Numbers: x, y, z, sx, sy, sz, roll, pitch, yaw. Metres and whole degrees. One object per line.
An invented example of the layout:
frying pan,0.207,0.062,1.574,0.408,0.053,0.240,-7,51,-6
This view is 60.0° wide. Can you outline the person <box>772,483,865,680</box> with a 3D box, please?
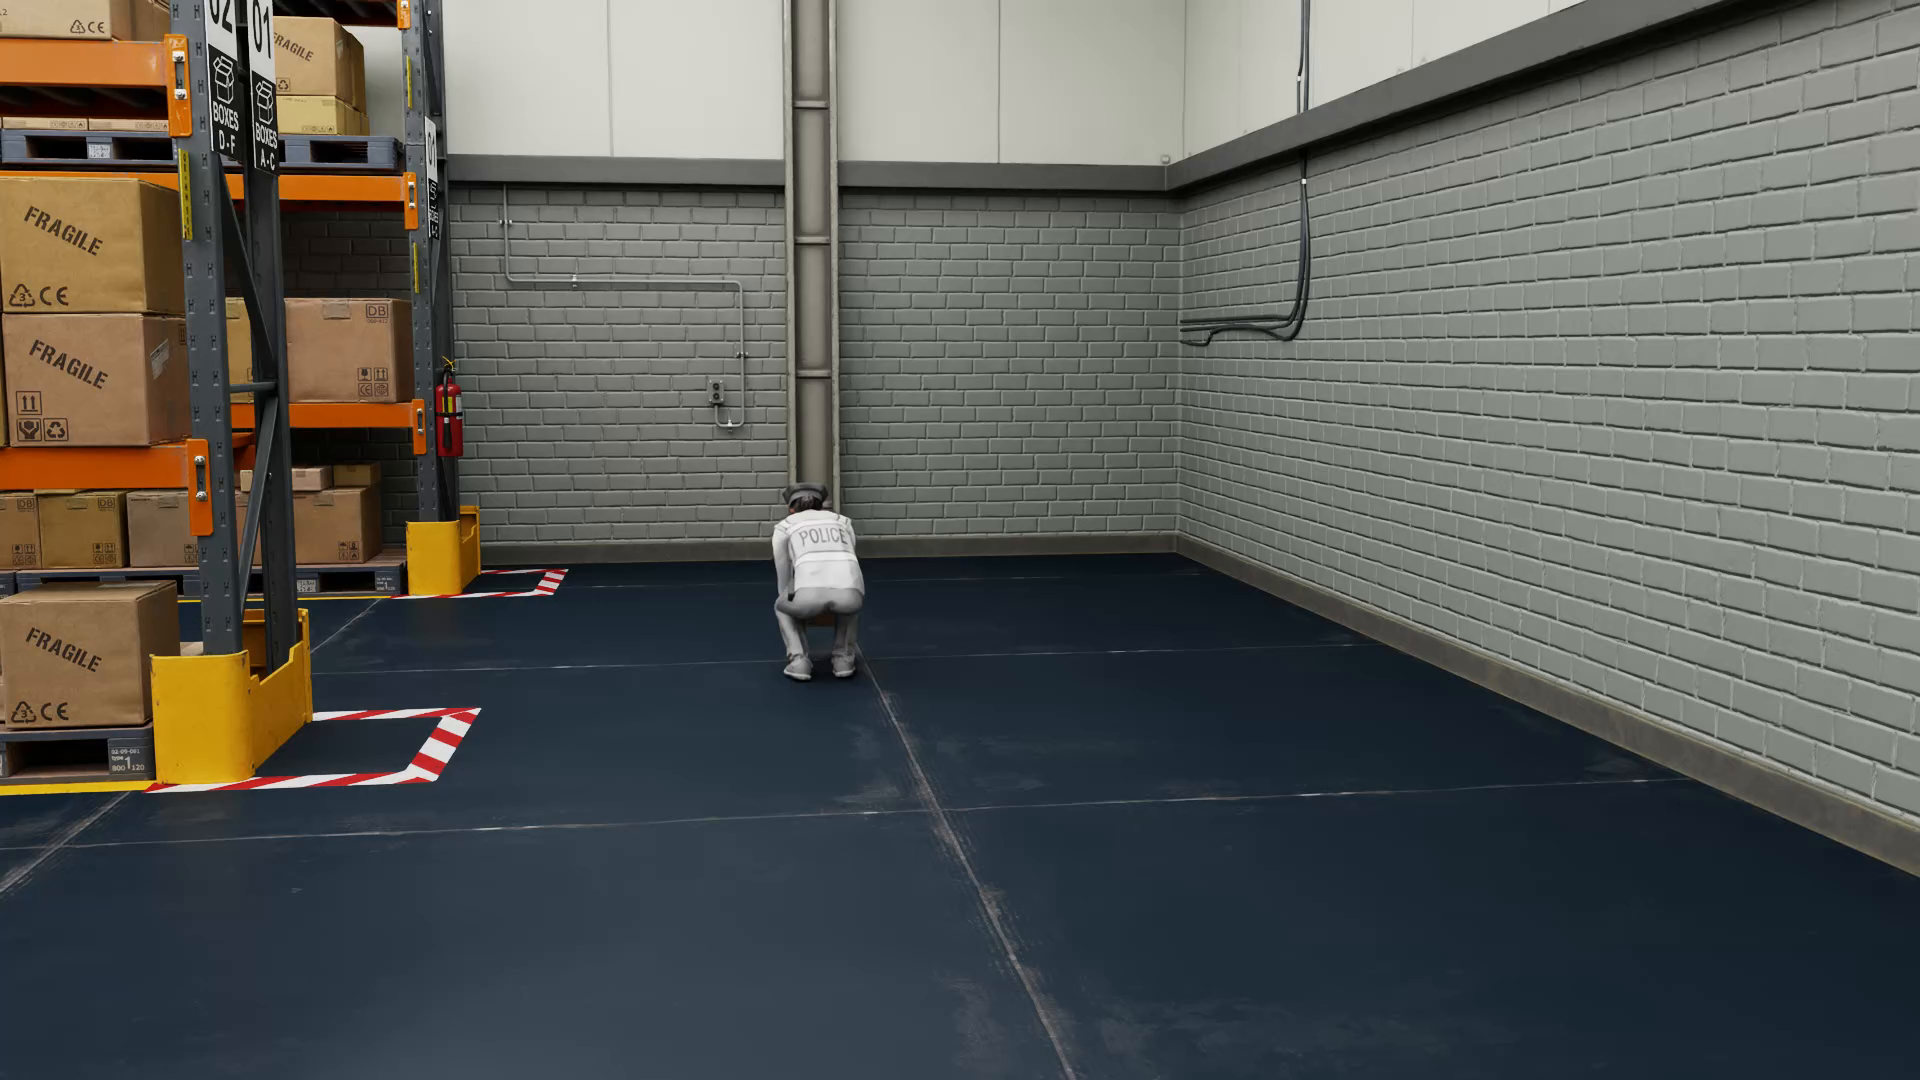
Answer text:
person,-0.734,0.208,8.588,0.457,0.979,0.844,-1,7,-10
